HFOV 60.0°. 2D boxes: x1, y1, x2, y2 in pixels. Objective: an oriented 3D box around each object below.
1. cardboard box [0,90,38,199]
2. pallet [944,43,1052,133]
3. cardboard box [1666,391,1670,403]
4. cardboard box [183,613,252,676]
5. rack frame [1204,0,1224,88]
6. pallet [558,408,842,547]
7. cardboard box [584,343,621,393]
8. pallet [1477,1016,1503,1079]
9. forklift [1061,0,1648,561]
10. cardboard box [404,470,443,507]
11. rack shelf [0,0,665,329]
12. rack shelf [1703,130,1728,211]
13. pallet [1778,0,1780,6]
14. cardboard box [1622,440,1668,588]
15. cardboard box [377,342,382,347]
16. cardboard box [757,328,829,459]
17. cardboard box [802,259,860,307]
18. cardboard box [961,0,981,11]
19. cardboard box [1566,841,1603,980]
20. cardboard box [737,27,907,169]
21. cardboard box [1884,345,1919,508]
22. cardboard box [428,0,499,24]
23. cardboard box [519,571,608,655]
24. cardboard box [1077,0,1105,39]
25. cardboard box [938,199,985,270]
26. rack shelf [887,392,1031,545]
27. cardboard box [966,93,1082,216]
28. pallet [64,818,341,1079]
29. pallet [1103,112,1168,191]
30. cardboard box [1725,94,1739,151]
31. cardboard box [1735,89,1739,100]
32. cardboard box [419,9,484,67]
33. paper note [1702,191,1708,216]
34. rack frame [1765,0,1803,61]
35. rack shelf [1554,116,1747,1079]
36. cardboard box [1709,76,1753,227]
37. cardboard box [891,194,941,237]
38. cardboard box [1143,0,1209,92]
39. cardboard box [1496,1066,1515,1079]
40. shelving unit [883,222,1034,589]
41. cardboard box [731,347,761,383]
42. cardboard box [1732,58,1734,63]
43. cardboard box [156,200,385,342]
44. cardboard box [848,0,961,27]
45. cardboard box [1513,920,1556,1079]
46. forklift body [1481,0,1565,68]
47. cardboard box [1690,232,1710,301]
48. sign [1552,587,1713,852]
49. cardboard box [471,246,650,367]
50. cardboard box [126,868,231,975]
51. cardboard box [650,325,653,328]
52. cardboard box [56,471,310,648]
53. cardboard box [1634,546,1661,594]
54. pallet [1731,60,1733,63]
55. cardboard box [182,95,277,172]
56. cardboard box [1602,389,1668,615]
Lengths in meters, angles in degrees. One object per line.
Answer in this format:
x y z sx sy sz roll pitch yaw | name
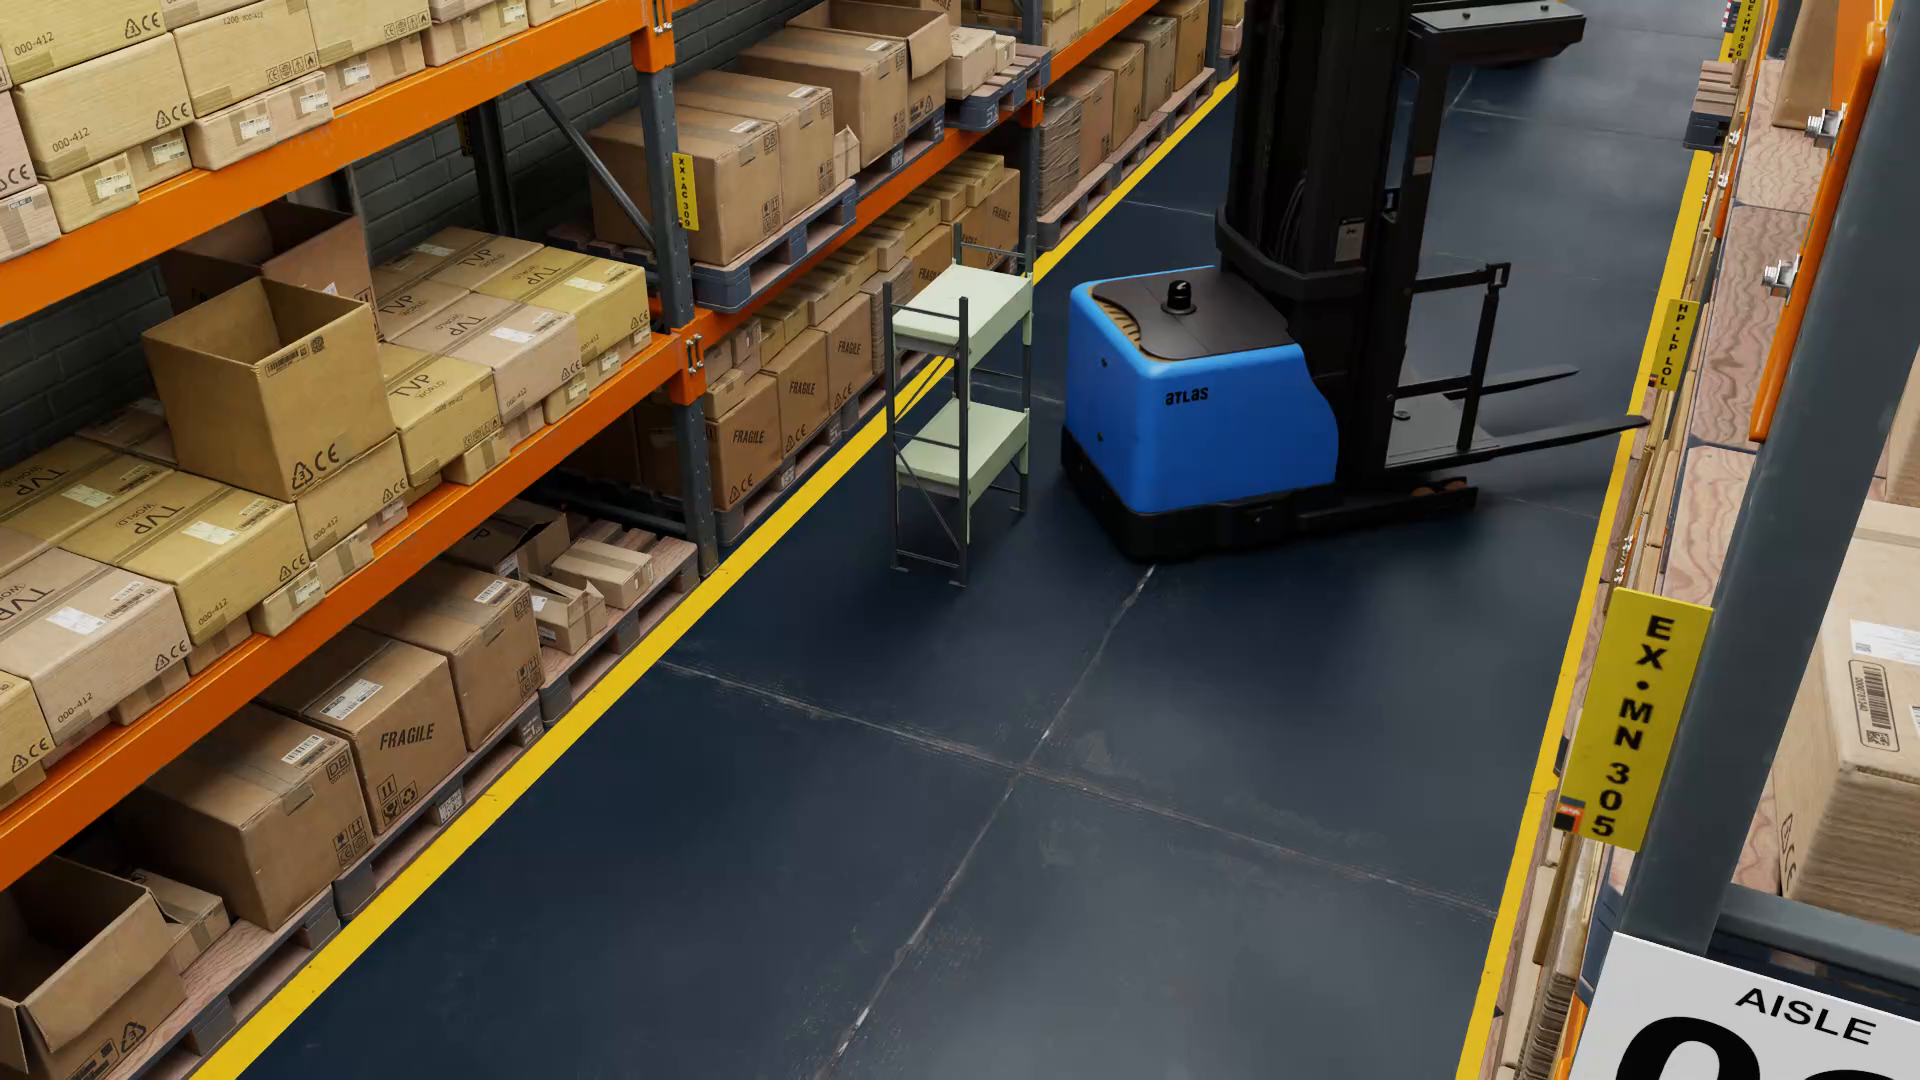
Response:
-2.690 -0.951 4.095 0.500 0.250 0.500 15 36 21 | cardboard box
-0.191 -2.769 9.913 1.213 0.211 1.003 14 36 20 | pallet
3.038 -0.546 6.484 0.500 0.250 0.500 14 36 20 | cardboard box
-2.521 0.264 5.341 0.380 0.149 0.250 15 36 21 | cardboard box
1.702 -5.196 13.438 1.000 3.000 0.127 14 36 20 | rack frame
-1.339 -0.459 8.757 1.003 0.211 1.213 14 36 20 | pallet
-1.638 -0.755 6.895 0.380 0.149 0.250 15 36 22 | cardboard box
1.967 2.062 4.912 1.003 0.211 1.213 14 36 20 | pallet
2.104 -1.592 8.004 3.031 2.935 1.130 -10 35 -15 | forklift
-2.150 -0.259 6.138 0.380 0.149 0.250 15 36 21 | cardboard box
-2.481 -1.169 5.217 1.077 0.370 4.000 14 36 20 | rack shelf
5.376 -2.762 10.382 1.077 0.370 4.000 14 36 20 | rack shelf
3.204 -1.717 5.571 0.805 0.209 1.217 13 35 19 | pallet
2.431 0.057 5.336 0.500 0.500 0.500 15 36 22 | cardboard box
-2.518 -0.580 6.265 0.500 0.250 0.500 15 36 22 | cardboard box
-1.024 -0.798 8.628 0.500 0.500 0.500 14 36 20 | cardboard box
-0.763 -1.395 8.947 0.380 0.149 0.250 15 36 22 | cardboard box
-0.036 -3.637 10.742 0.500 0.250 0.500 15 36 22 | cardboard box
1.276 0.682 2.880 0.380 0.149 0.250 14 36 20 | cardboard box
-0.694 -2.267 8.498 0.700 0.500 0.500 14 36 20 | cardboard box
1.864 -0.251 2.768 0.500 0.311 0.500 15 36 21 | cardboard box
-1.827 -1.968 5.646 0.500 0.250 0.500 13 35 19 | cardboard box
-1.760 0.279 7.199 0.396 0.266 0.258 15 36 22 | cardboard box
0.651 -3.555 11.073 0.500 0.250 0.500 13 36 19 | cardboard box
-0.172 -1.827 10.197 0.500 0.500 0.500 14 36 20 | cardboard box
0.003 -0.358 8.023 0.431 0.370 0.720 14 36 20 | rack shelf
0.302 -2.693 11.405 0.875 0.625 0.625 15 36 22 | cardboard box
-2.954 1.512 5.752 1.003 0.211 1.213 14 36 20 | pallet
0.921 -3.044 12.699 1.003 0.211 1.213 14 36 20 | pallet
4.103 -2.017 8.272 0.500 0.250 0.500 14 36 20 | cardboard box
4.509 -2.504 9.180 0.380 0.149 0.250 15 36 21 | cardboard box
-1.859 -1.739 5.661 0.380 0.149 0.250 14 36 20 | cardboard box
1.542 -0.694 3.450 0.006 0.032 0.123 14 36 21 | paper note
2.865 -2.583 3.983 1.000 3.000 0.127 14 36 20 | rack frame
2.029 -0.032 3.483 1.077 0.370 4.000 14 36 20 | rack shelf
3.467 -1.583 6.926 0.500 0.500 0.500 15 36 21 | cardboard box
-0.336 -1.916 9.741 0.380 0.149 0.250 15 36 22 | cardboard box
1.494 -4.116 13.574 0.875 0.625 0.625 16 36 23 | cardboard box
1.752 2.004 4.411 0.875 0.438 0.875 15 36 22 | cardboard box
0.003 -0.631 7.844 0.431 1.500 0.755 14 36 20 | shelving unit
-1.207 -0.886 8.171 0.380 0.149 0.250 13 35 19 | cardboard box
6.429 -3.708 13.294 0.500 0.250 0.500 13 36 19 | cardboard box
-2.509 -0.906 6.078 0.500 0.500 0.500 13 35 19 | cardboard box
-0.328 -3.200 9.921 0.500 0.500 0.500 16 36 23 | cardboard box
1.583 1.070 3.791 0.500 0.500 0.500 15 36 22 | cardboard box
4.240 -5.470 14.630 2.313 2.155 1.214 14 36 20 | forklift body
3.243 -1.006 6.730 0.500 0.250 0.500 15 36 22 | cardboard box
0.705 0.195 1.746 0.100 0.325 0.005 14 36 20 | sign
-1.636 -0.963 6.849 0.500 0.250 0.500 15 36 22 | cardboard box
-2.763 1.312 5.731 0.380 0.149 0.250 13 35 19 | cardboard box
-1.647 -0.995 8.336 0.380 0.149 0.250 14 36 21 | cardboard box
-2.464 0.051 5.303 0.500 0.250 0.500 13 36 20 | cardboard box
1.791 0.401 3.901 0.500 0.500 0.500 14 36 20 | cardboard box
6.970 -3.845 13.921 1.003 0.211 1.213 14 36 20 | pallet
-2.244 -1.215 4.861 0.380 0.149 0.250 14 36 21 | cardboard box
3.423 -0.140 7.283 0.875 0.875 0.875 15 36 22 | cardboard box
